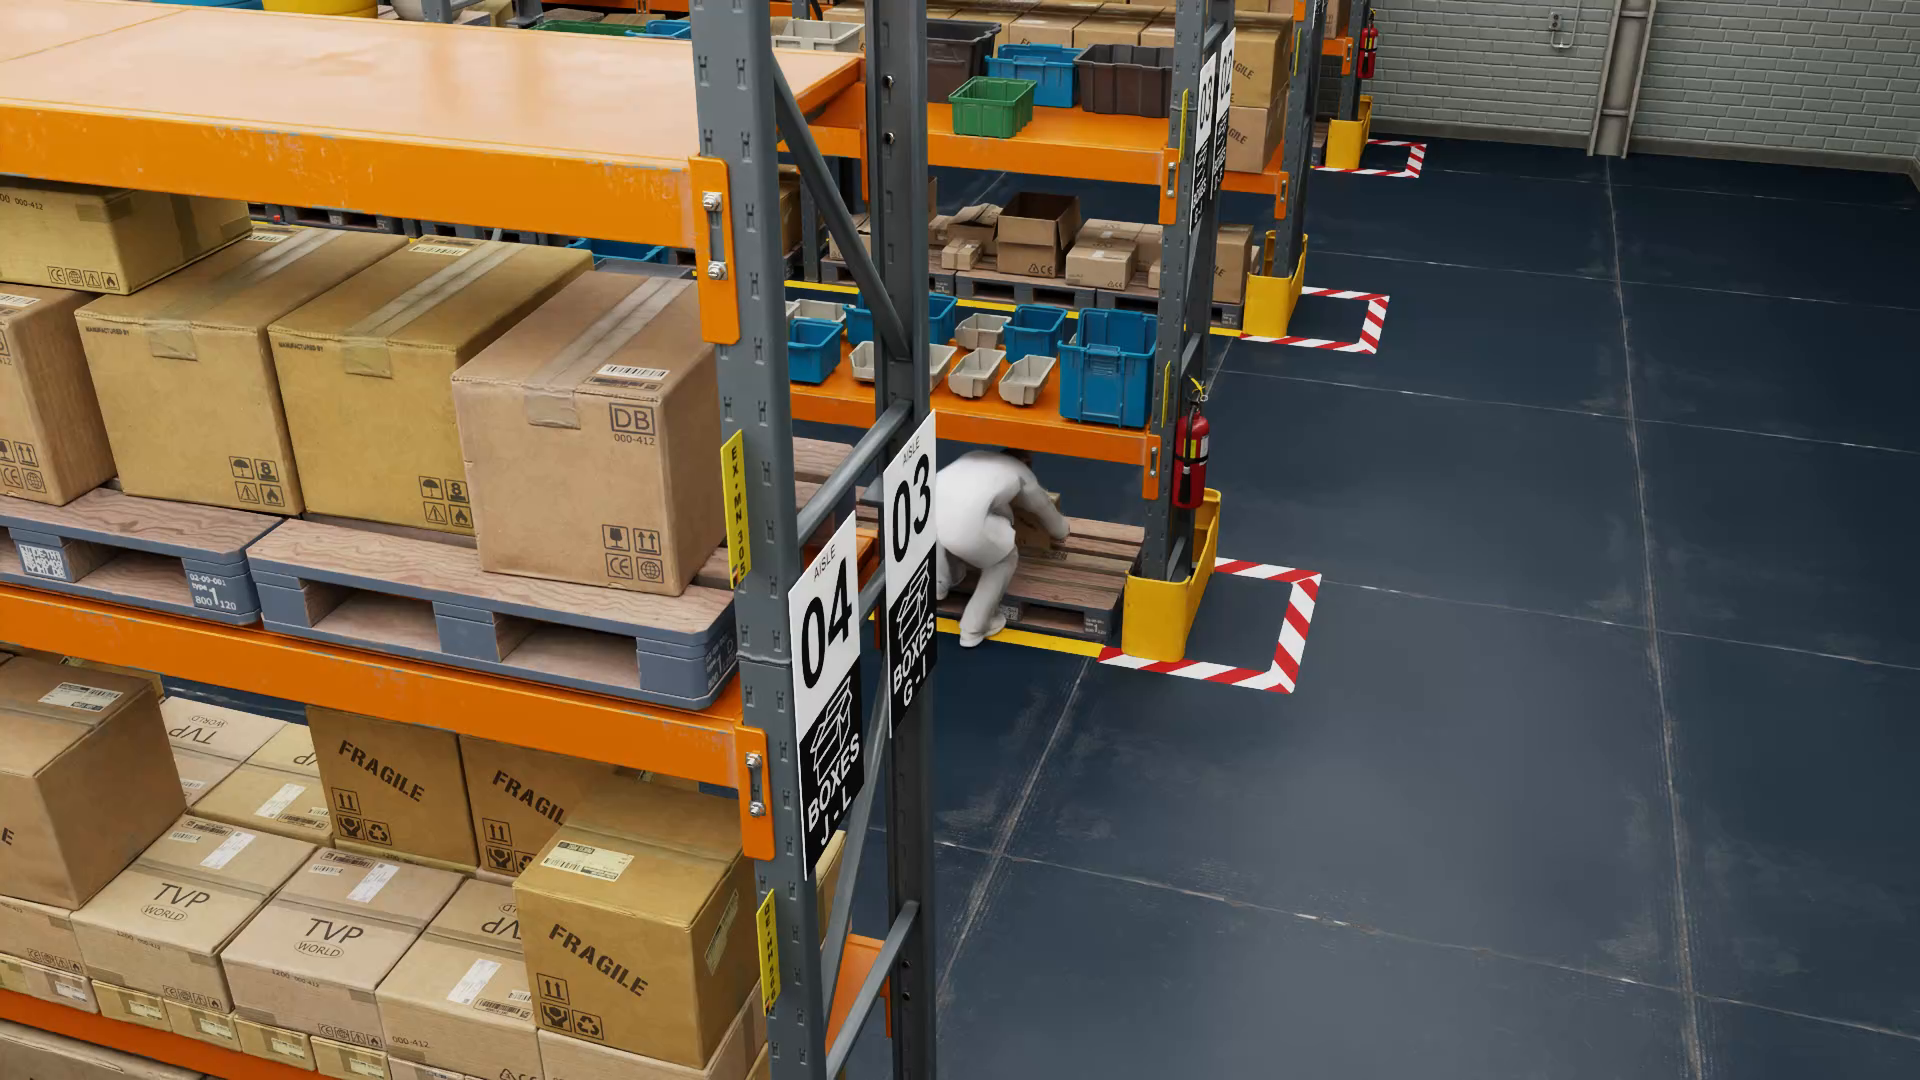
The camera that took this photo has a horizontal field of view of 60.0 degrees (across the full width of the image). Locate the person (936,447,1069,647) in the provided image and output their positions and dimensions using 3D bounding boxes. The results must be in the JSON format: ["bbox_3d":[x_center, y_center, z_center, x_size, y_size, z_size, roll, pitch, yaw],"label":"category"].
[{"bbox_3d":[0.167,-0.062,9.431,0.600,1.013,1.163,16,33,27],"label":"person"}]
